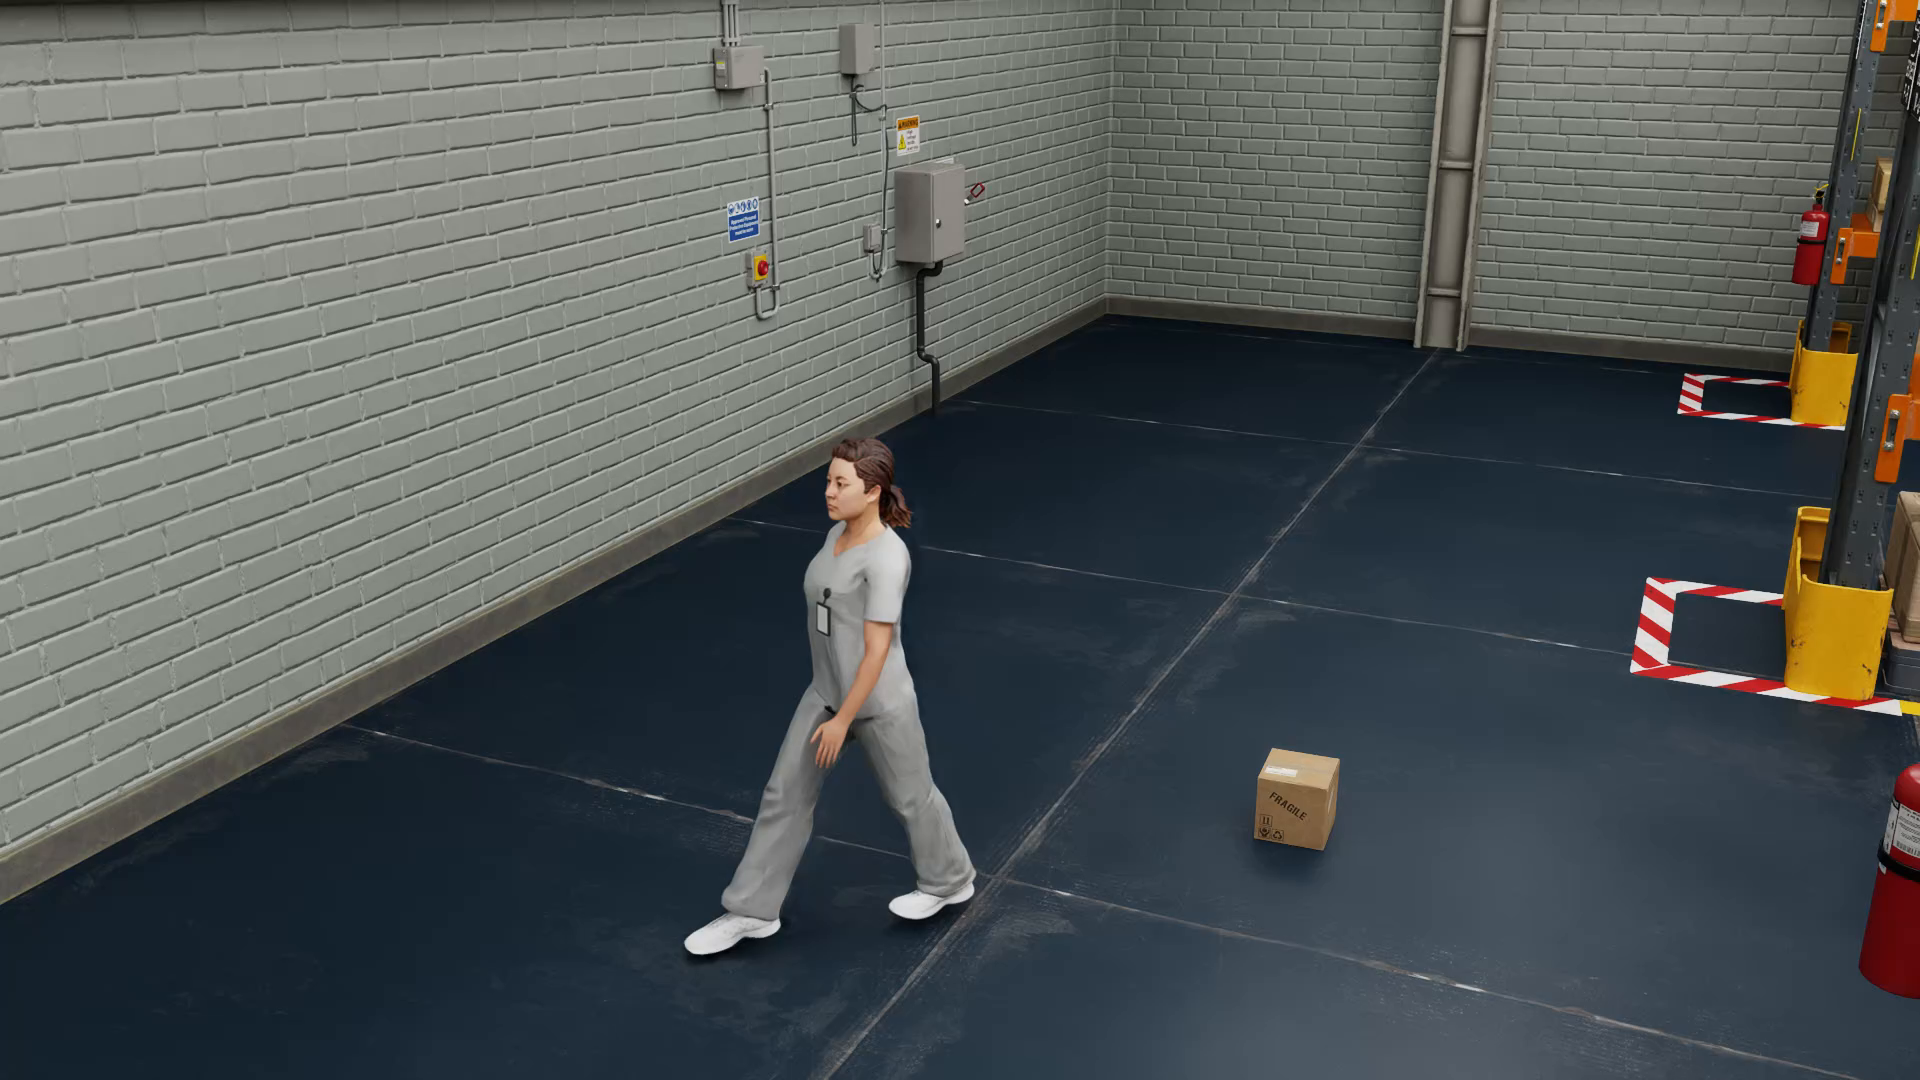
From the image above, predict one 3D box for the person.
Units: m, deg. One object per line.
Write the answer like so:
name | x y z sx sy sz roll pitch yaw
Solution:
person | -0.384 0.494 5.106 0.945 1.625 0.480 -12 23 -32
